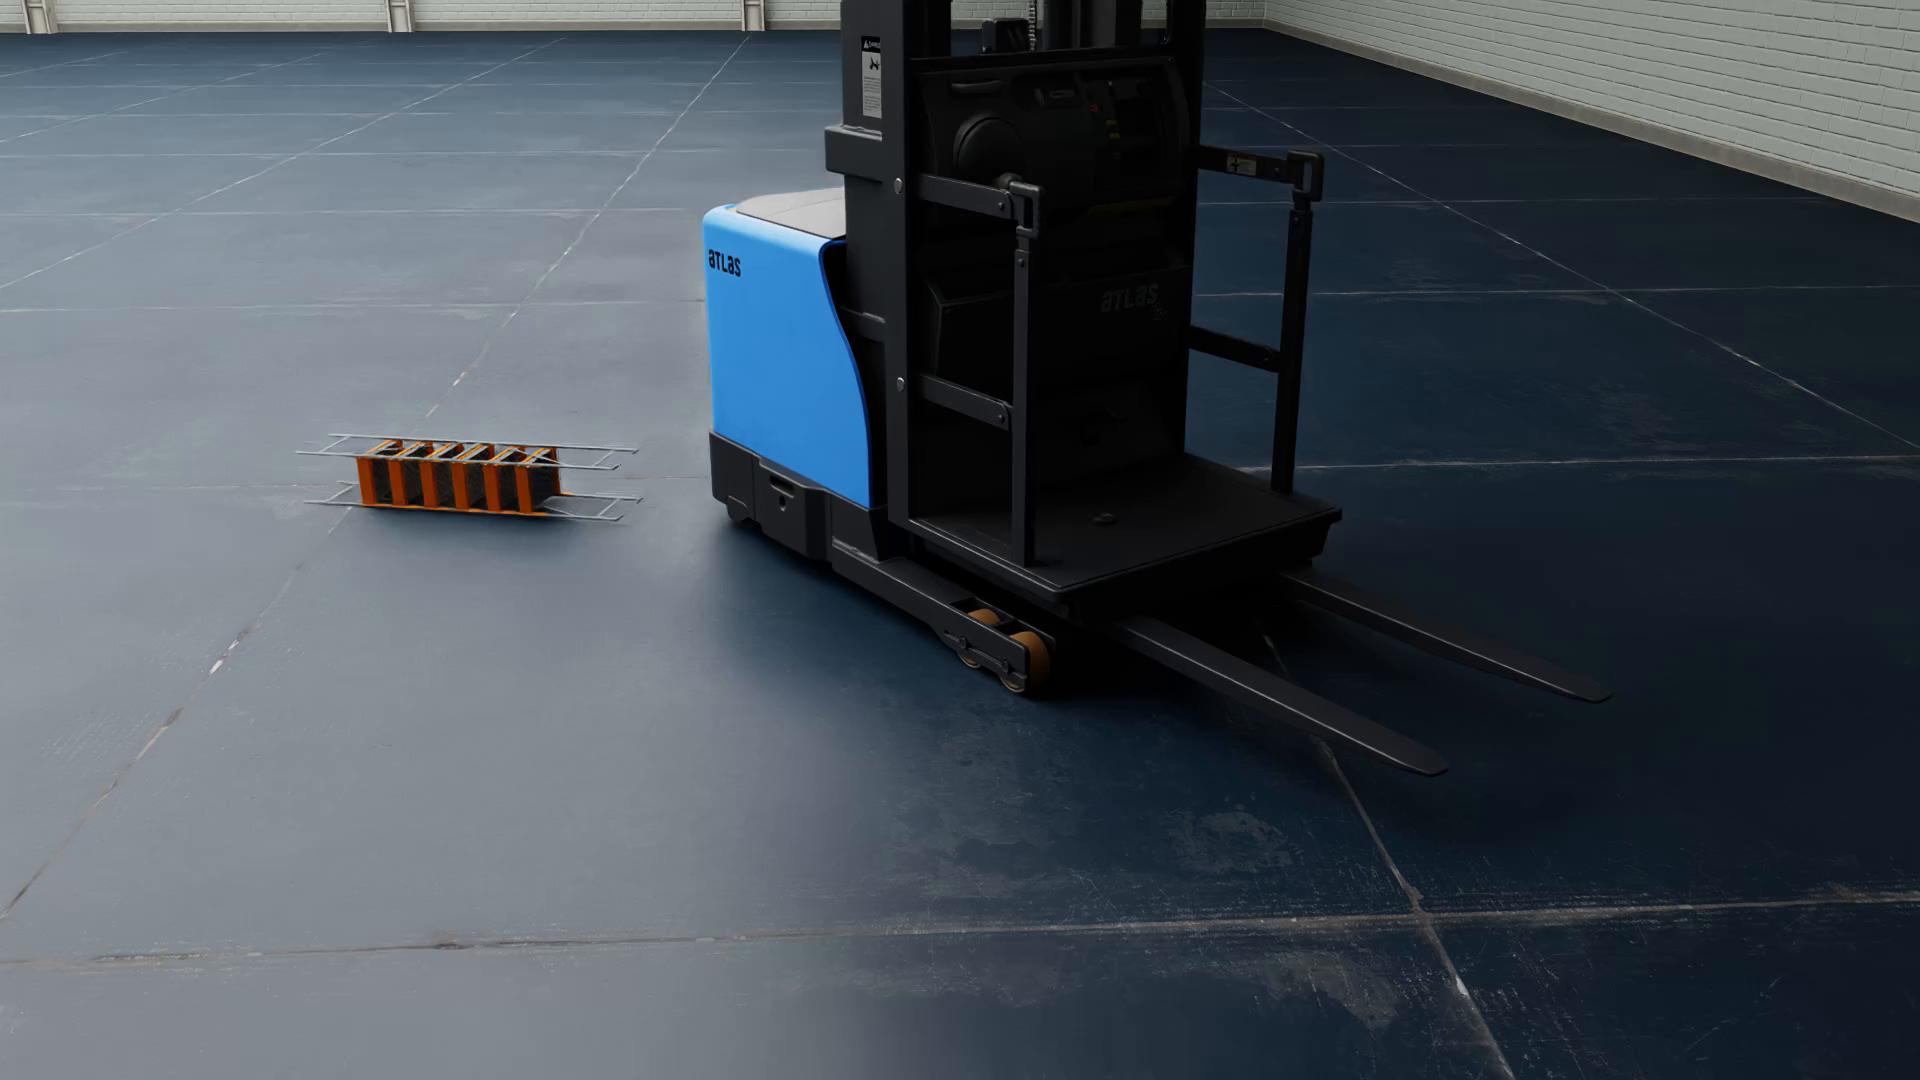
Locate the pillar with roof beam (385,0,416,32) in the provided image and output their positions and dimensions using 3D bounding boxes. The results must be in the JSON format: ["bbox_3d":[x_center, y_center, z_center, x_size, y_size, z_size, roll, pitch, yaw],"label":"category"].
[{"bbox_3d":[-9.321,-11.400,22.917,0.400,9.000,9.100,-1,21,-3],"label":"pillar with roof beam"}]

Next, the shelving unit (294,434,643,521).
[{"bbox_3d":[-1.749,-0.228,5.929,1.200,0.189,0.258,3,21,11],"label":"shelving unit"}]

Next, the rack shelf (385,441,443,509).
[{"bbox_3d":[-1.941,-0.239,5.966,0.103,0.180,0.258,3,21,11],"label":"rack shelf"}]

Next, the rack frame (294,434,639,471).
[{"bbox_3d":[-1.750,-0.314,5.897,1.200,0.006,0.240,3,21,11],"label":"rack frame"}]

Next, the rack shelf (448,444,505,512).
[{"bbox_3d":[-1.705,-0.226,5.921,0.103,0.180,0.258,3,21,11],"label":"rack shelf"}]

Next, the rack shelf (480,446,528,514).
[{"bbox_3d":[-1.588,-0.219,5.898,0.103,0.180,0.258,3,21,11],"label":"rack shelf"}]

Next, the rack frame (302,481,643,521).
[{"bbox_3d":[-1.748,-0.142,5.961,1.200,0.006,0.240,3,21,11],"label":"rack frame"}]

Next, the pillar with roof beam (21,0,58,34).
[{"bbox_3d":[-15.311,-11.278,22.597,0.400,9.000,9.100,-1,21,-3],"label":"pillar with roof beam"}]

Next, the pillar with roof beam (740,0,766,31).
[{"bbox_3d":[-3.331,-11.522,23.237,0.400,9.000,9.100,-1,21,-3],"label":"pillar with roof beam"}]

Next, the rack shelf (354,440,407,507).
[{"bbox_3d":[-2.059,-0.246,5.988,0.103,0.180,0.258,3,21,11],"label":"rack shelf"}]

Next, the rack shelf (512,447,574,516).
[{"bbox_3d":[-1.470,-0.212,5.876,0.103,0.180,0.258,3,21,11],"label":"rack shelf"}]

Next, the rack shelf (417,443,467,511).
[{"bbox_3d":[-1.823,-0.233,5.943,0.103,0.180,0.258,3,21,11],"label":"rack shelf"}]

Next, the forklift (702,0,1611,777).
[{"bbox_3d":[0.408,-1.150,4.523,1.130,2.935,3.031,-15,25,-34],"label":"forklift"}]
